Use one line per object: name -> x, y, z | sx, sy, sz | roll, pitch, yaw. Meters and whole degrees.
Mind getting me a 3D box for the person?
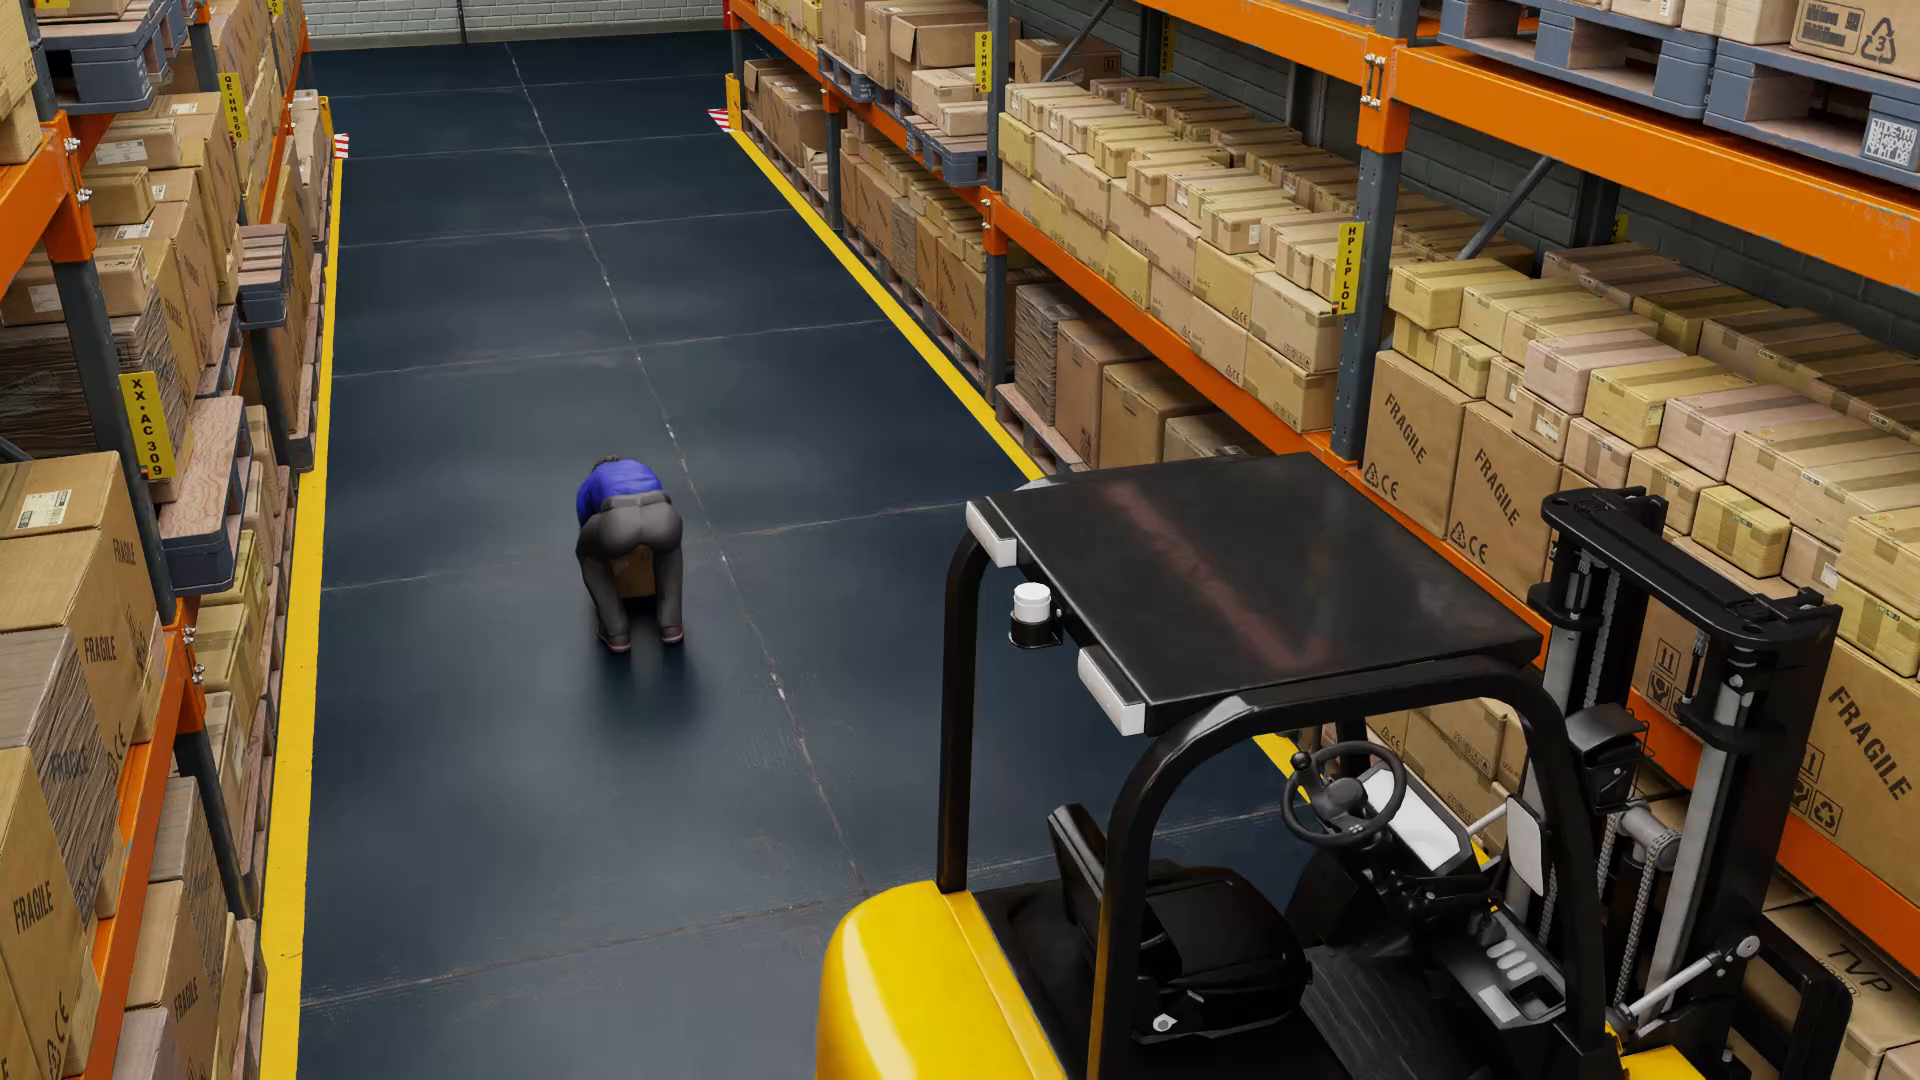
person -> -1.509, 0.020, 7.561 | 0.472, 0.803, 0.858 | -9, 28, -18
